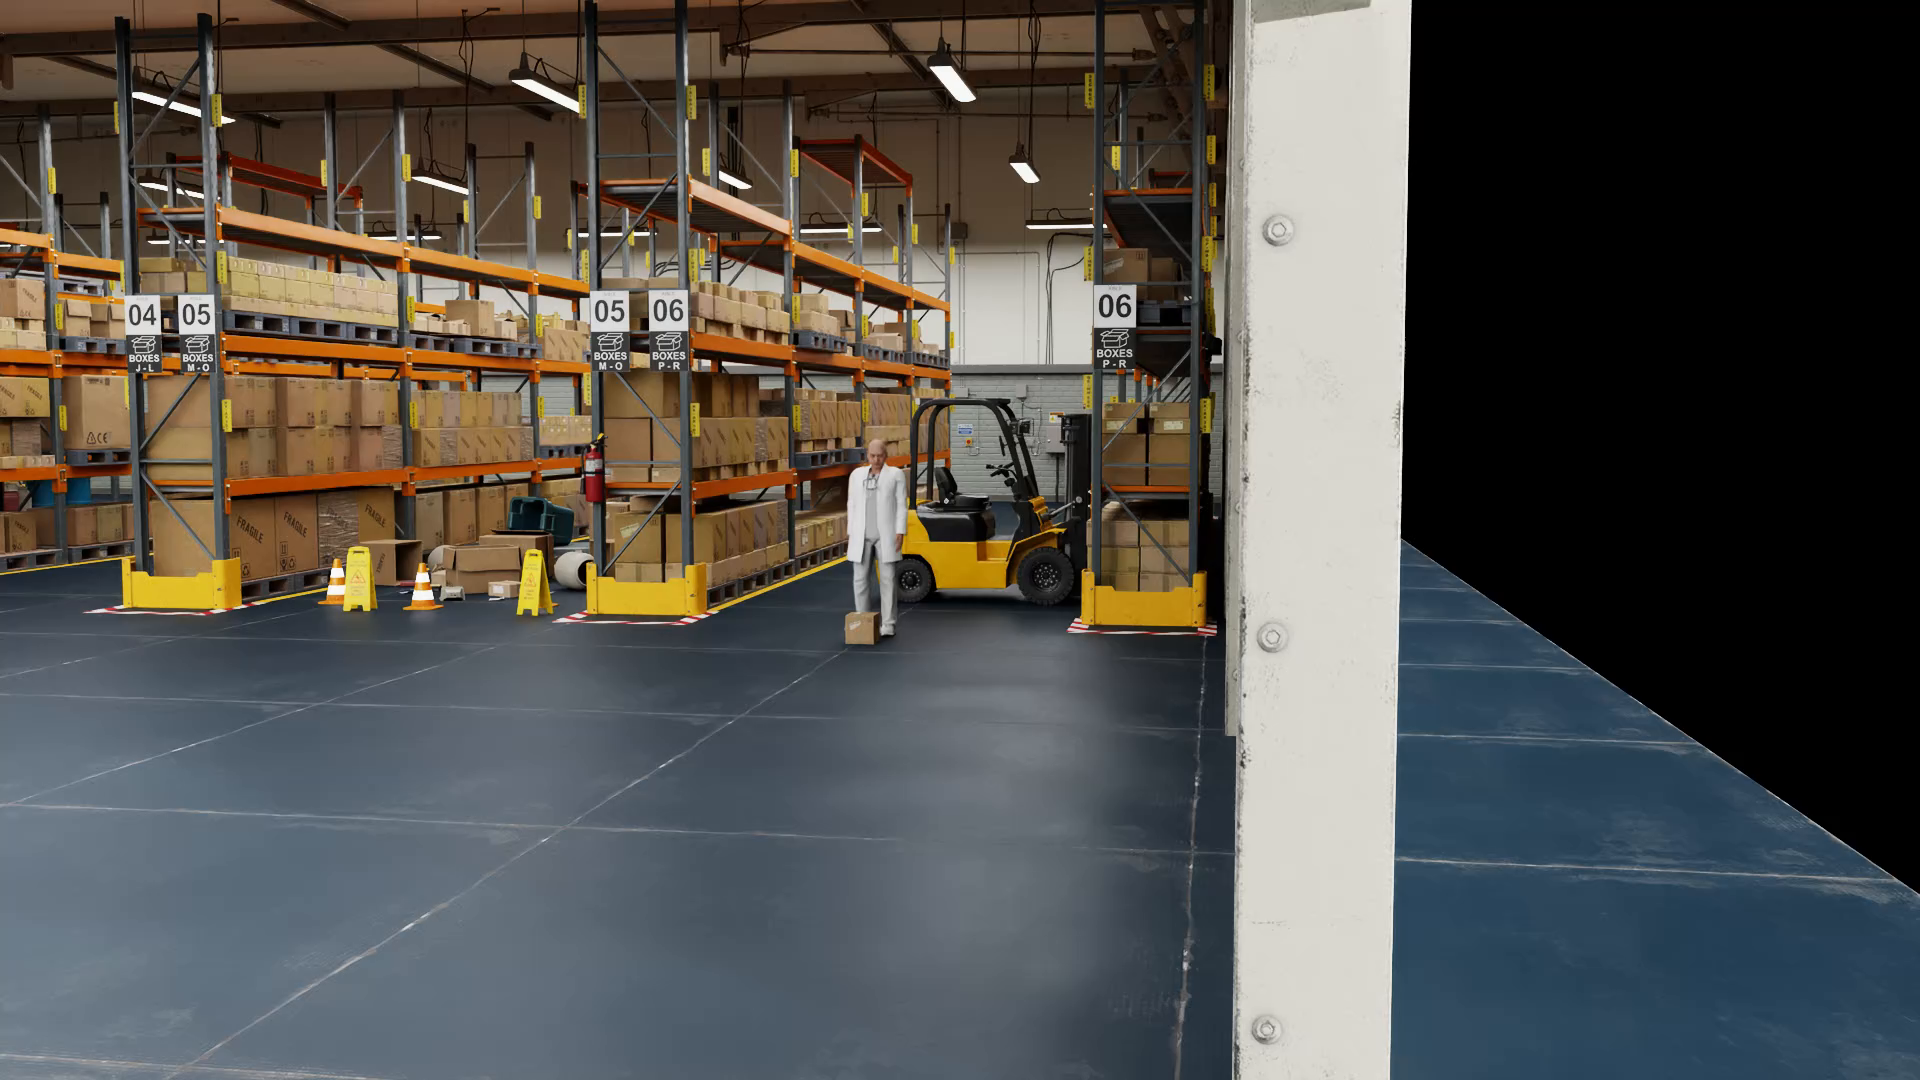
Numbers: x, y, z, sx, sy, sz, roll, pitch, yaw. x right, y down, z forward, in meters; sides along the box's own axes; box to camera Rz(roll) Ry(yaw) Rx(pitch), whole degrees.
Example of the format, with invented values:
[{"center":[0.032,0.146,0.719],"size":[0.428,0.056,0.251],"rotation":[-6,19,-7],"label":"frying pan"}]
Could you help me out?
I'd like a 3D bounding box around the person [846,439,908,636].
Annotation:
[{"center":[-0.747,-0.024,14.973],"size":[0.562,1.772,0.377],"rotation":[1,4,10],"label":"person"}]
